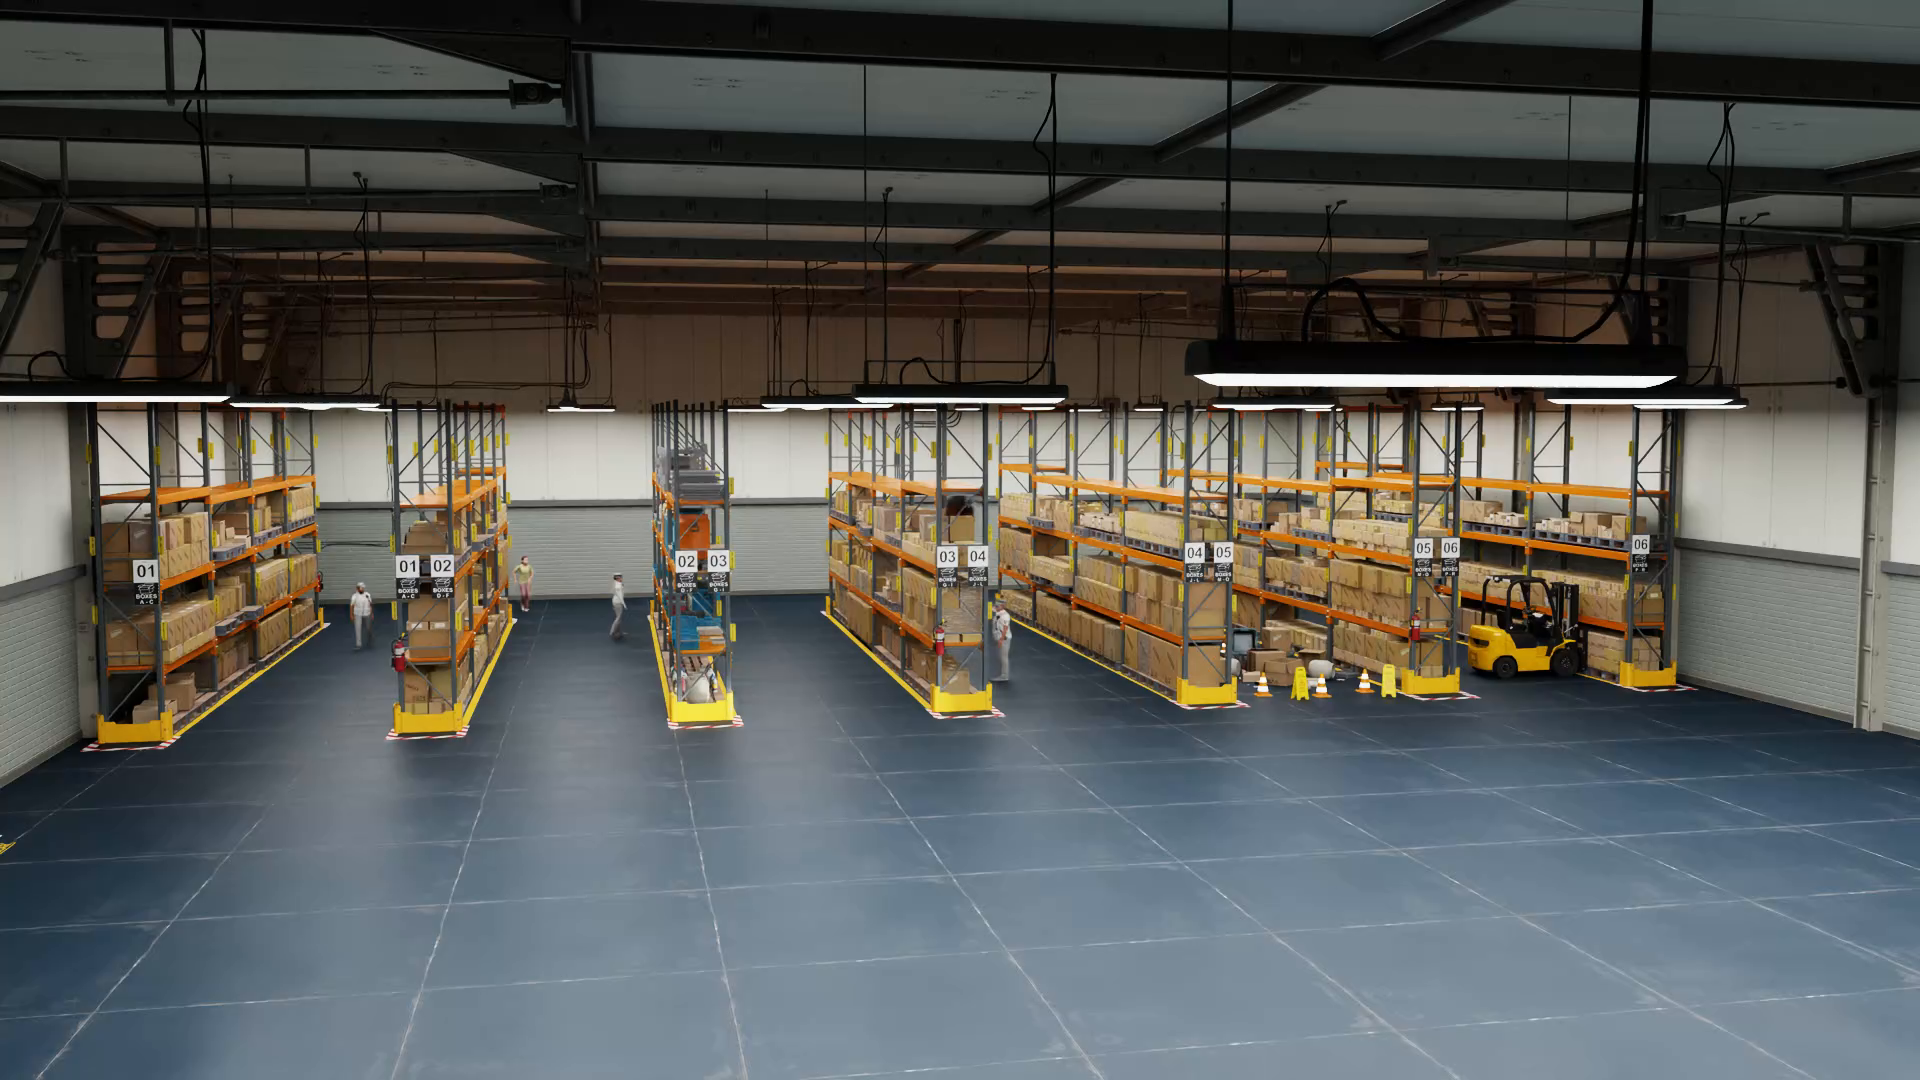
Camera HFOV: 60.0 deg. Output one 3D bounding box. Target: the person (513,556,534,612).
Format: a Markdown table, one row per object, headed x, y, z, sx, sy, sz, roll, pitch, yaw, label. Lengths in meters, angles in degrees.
| x | y | z | sx | sy | sz | roll | pitch | yaw | label |
| --- | --- | --- | --- | --- | --- | --- | --- | --- | --- |
| -12.642 | 1.275 | 48.285 | 0.589 | 1.625 | 0.489 | -2 | 5 | -27 | person |

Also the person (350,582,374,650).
| x | y | z | sx | sy | sz | roll | pitch | yaw | label |
| --- | --- | --- | --- | --- | --- | --- | --- | --- | --- |
| -14.654 | 1.843 | 40.748 | 0.545 | 1.609 | 0.952 | -1 | 5 | -17 | person |

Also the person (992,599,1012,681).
| x | y | z | sx | sy | sz | roll | pitch | yaw | label |
| --- | --- | --- | --- | --- | --- | --- | --- | --- | --- |
| 0.878 | 2.148 | 35.707 | 0.410 | 1.781 | 0.550 | -1 | 5 | -18 | person |

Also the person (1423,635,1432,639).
| x | y | z | sx | sy | sz | roll | pitch | yaw | label |
| --- | --- | --- | --- | --- | --- | --- | --- | --- | --- |
| 10.819 | 2.004 | 38.503 | 0.425 | 1.659 | 0.482 | 1 | 4 | 13 | person |

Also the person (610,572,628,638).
| x | y | z | sx | sy | sz | roll | pitch | yaw | label |
| --- | --- | --- | --- | --- | --- | --- | --- | --- | --- |
| -8.768 | 1.658 | 42.667 | 0.464 | 1.662 | 0.519 | -1 | 4 | -13 | person |
